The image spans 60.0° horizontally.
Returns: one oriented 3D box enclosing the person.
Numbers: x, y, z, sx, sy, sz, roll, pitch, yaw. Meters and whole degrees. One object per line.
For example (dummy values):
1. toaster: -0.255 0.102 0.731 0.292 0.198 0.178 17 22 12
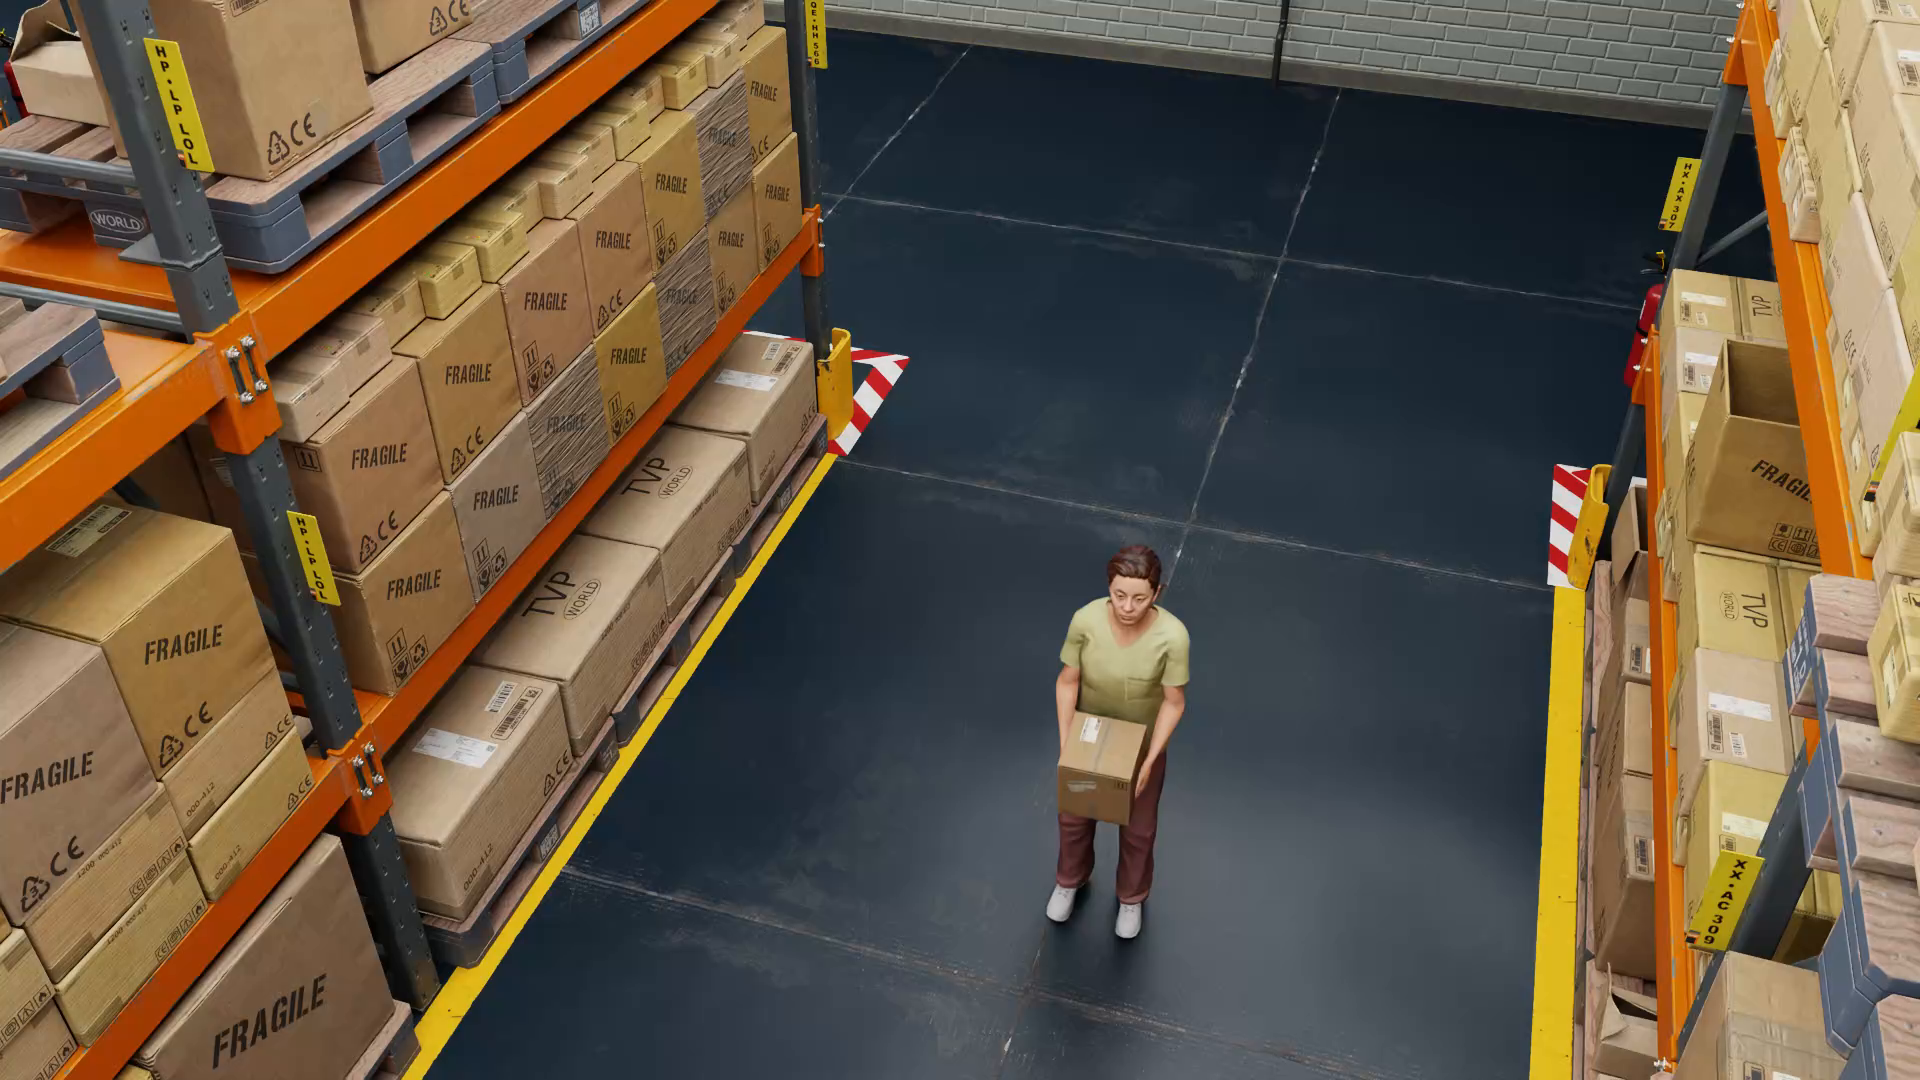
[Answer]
1. person: 0.548 0.752 5.899 0.459 1.674 0.499 10 38 13
